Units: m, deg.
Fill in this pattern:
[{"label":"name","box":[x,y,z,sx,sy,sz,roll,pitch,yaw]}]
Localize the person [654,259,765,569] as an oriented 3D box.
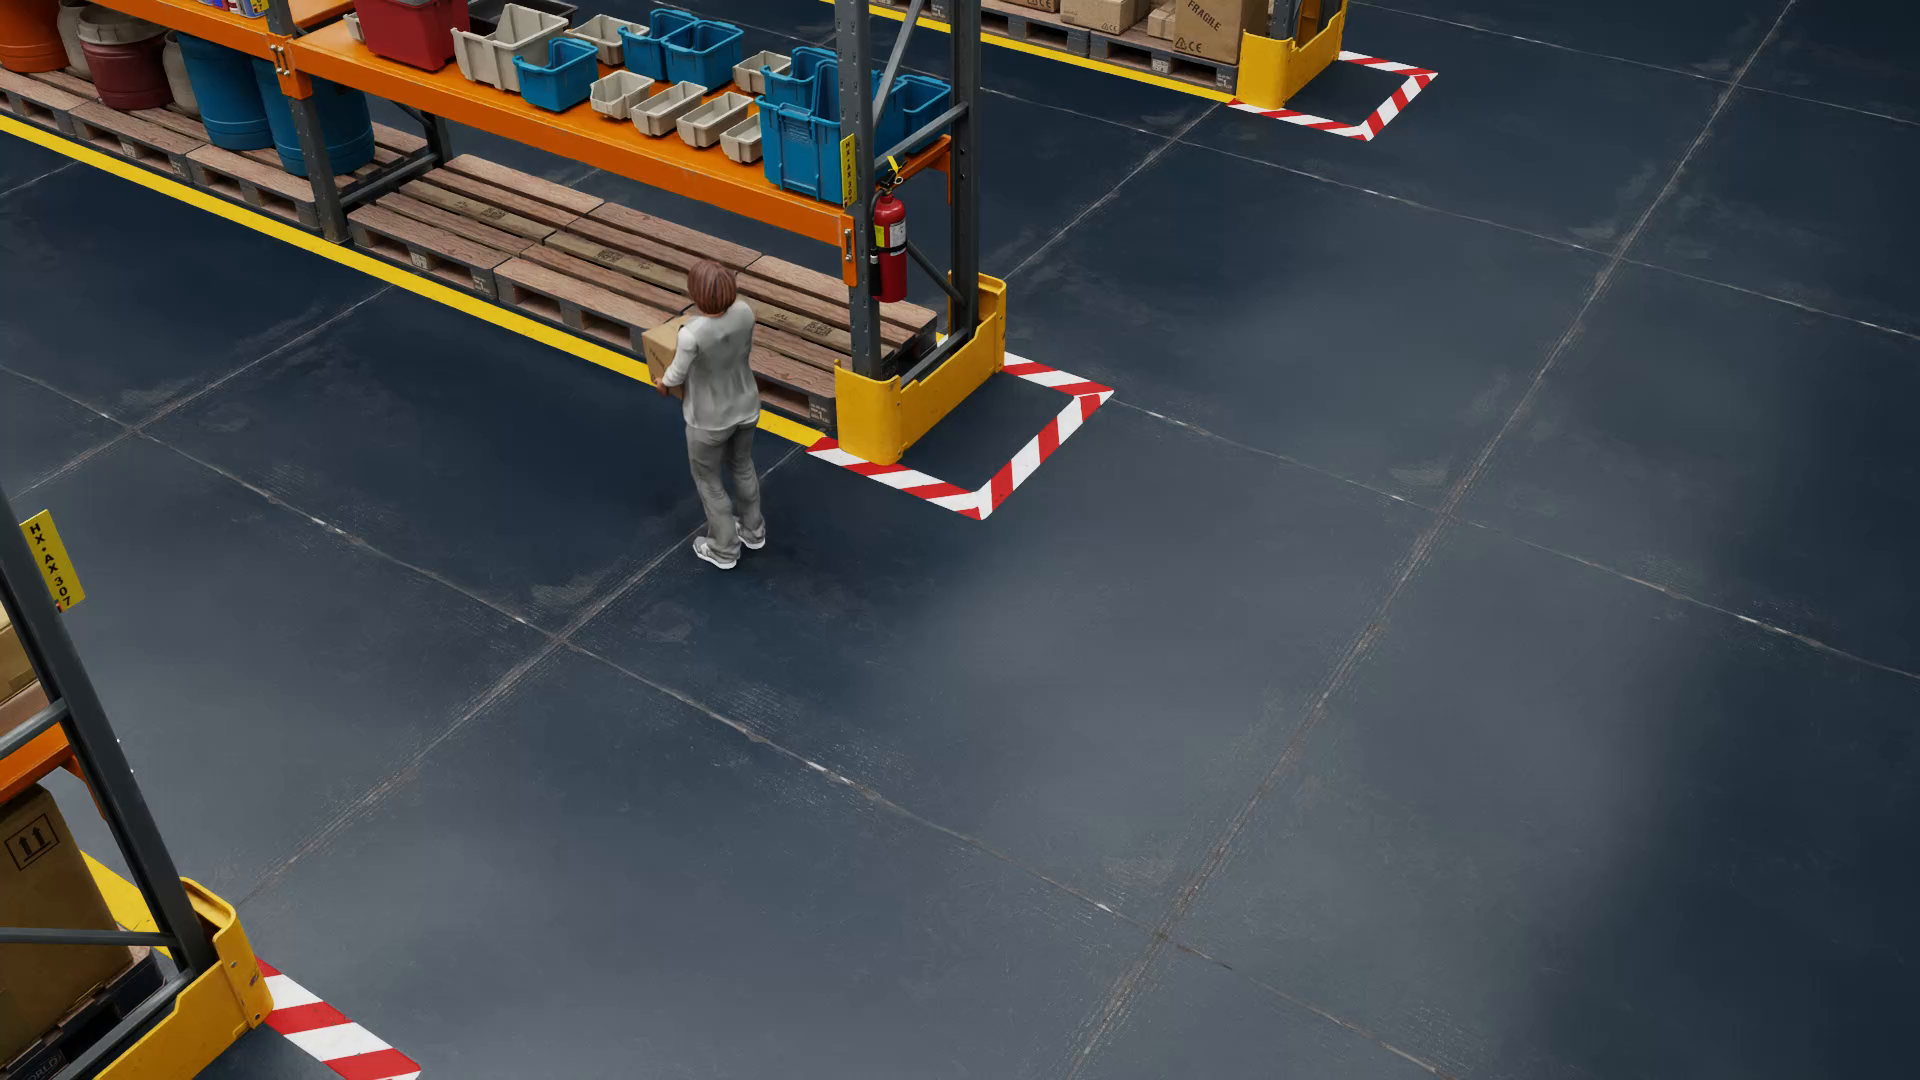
[{"label":"person","box":[-1.112,-0.594,7.426,0.406,1.588,0.495,-30,47,-31]}]
